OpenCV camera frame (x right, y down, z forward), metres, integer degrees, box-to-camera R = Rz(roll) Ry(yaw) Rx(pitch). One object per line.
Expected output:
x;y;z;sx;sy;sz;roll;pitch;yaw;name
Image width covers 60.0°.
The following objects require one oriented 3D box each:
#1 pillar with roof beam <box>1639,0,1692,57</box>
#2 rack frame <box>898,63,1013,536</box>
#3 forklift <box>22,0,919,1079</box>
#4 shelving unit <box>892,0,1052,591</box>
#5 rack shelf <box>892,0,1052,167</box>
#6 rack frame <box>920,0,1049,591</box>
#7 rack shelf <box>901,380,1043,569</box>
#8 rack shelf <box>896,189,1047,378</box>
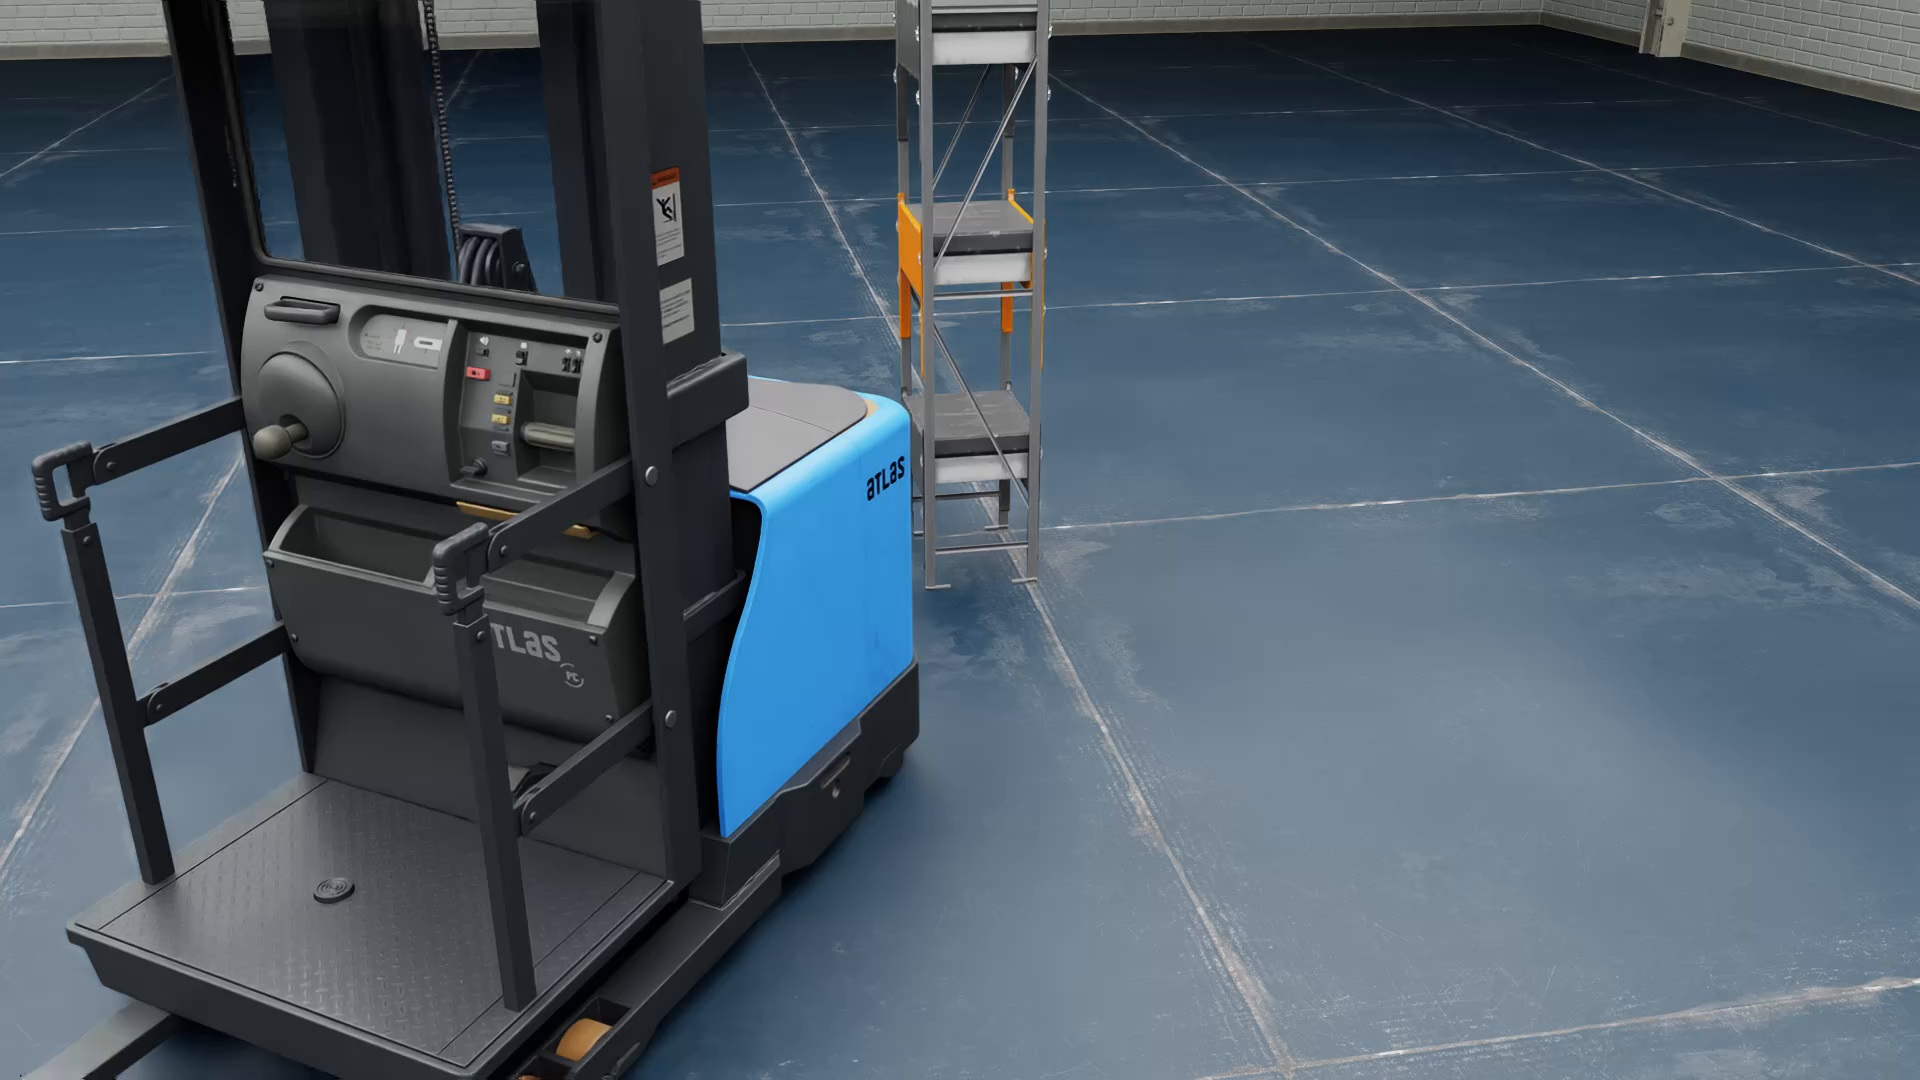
3.710;-9.310;16.323;9.100;9.000;0.400;-4;24;-10;pillar with roof beam
-0.015;-0.993;5.900;0.400;2.100;0.015;-4;24;-10;rack frame
-1.200;-0.284;3.238;1.130;2.935;3.031;11;26;23;forklift
0.031;-0.897;5.681;0.431;2.100;0.503;-4;24;-10;shelving unit
0.031;-1.526;5.406;0.431;0.518;0.480;-4;24;-10;rack shelf
0.076;-0.801;5.461;0.400;2.100;0.015;-4;24;-10;rack frame
0.031;-0.243;5.966;0.431;0.518;0.480;-4;24;-10;rack shelf
0.031;-0.885;5.686;0.431;0.518;0.480;-4;24;-10;rack shelf
